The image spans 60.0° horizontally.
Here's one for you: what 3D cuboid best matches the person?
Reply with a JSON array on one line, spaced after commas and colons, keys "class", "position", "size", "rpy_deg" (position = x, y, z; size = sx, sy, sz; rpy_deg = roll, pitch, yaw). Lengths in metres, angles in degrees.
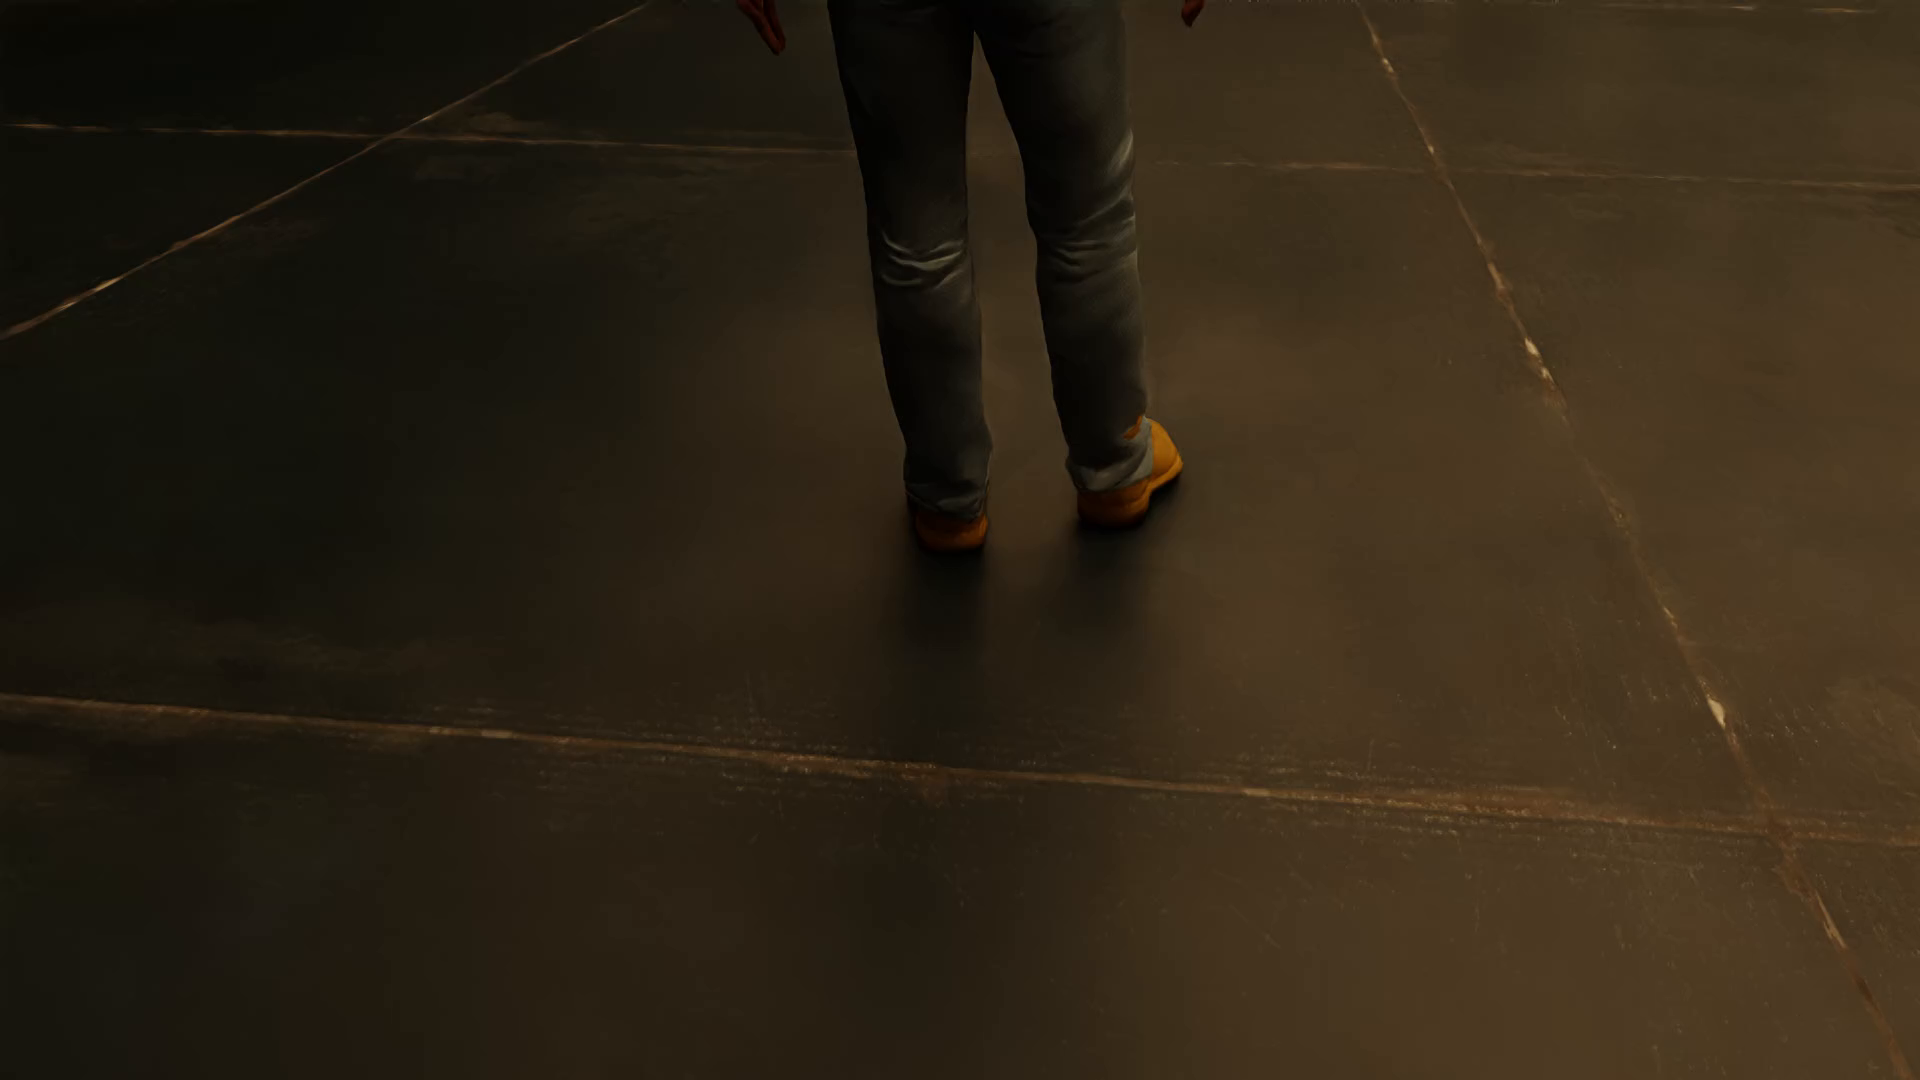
[{"class": "person", "position": [0.015, -0.827, 2.164], "size": [0.665, 1.766, 0.576], "rpy_deg": [3, 27, 7]}]
